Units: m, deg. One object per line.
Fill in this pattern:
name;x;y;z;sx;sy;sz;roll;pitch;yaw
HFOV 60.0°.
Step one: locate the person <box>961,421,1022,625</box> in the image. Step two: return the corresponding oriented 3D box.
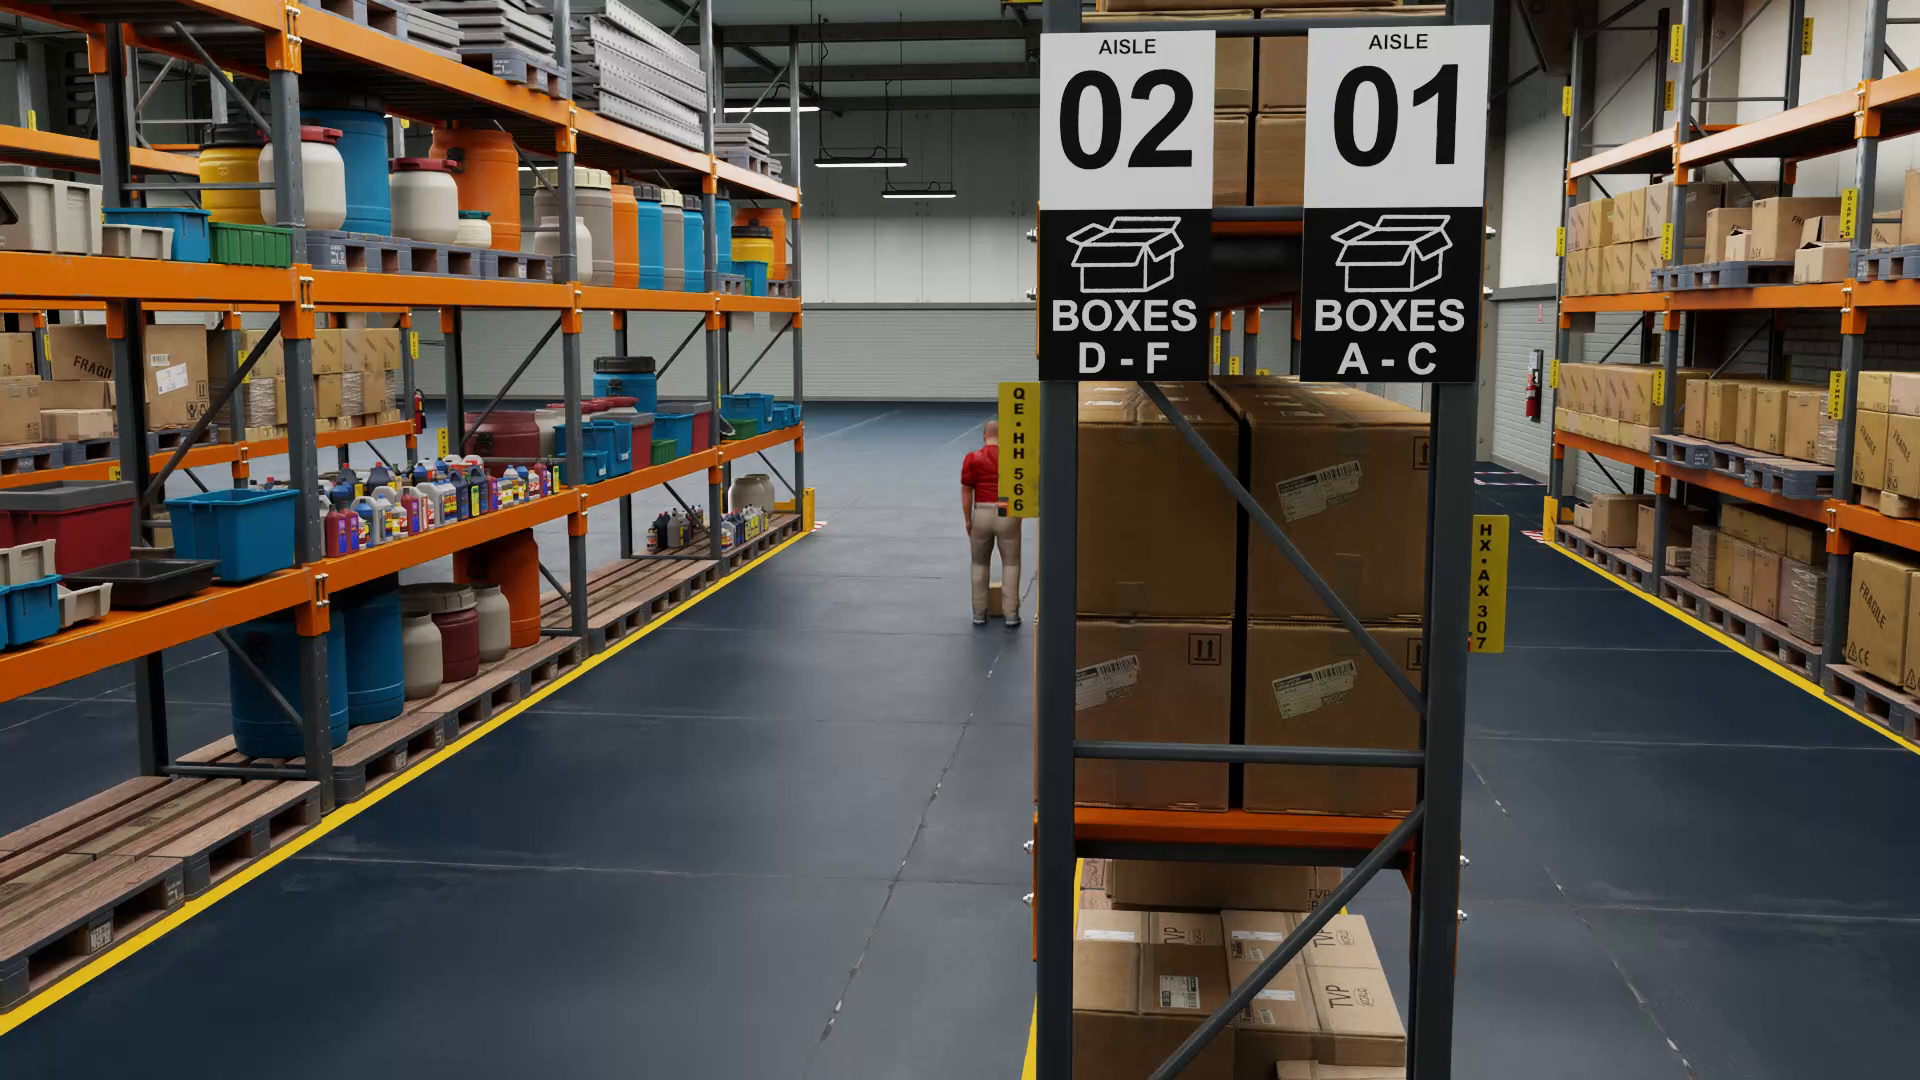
person;0.280;-0.139;13.997;0.536;1.716;0.362;1;8;8
